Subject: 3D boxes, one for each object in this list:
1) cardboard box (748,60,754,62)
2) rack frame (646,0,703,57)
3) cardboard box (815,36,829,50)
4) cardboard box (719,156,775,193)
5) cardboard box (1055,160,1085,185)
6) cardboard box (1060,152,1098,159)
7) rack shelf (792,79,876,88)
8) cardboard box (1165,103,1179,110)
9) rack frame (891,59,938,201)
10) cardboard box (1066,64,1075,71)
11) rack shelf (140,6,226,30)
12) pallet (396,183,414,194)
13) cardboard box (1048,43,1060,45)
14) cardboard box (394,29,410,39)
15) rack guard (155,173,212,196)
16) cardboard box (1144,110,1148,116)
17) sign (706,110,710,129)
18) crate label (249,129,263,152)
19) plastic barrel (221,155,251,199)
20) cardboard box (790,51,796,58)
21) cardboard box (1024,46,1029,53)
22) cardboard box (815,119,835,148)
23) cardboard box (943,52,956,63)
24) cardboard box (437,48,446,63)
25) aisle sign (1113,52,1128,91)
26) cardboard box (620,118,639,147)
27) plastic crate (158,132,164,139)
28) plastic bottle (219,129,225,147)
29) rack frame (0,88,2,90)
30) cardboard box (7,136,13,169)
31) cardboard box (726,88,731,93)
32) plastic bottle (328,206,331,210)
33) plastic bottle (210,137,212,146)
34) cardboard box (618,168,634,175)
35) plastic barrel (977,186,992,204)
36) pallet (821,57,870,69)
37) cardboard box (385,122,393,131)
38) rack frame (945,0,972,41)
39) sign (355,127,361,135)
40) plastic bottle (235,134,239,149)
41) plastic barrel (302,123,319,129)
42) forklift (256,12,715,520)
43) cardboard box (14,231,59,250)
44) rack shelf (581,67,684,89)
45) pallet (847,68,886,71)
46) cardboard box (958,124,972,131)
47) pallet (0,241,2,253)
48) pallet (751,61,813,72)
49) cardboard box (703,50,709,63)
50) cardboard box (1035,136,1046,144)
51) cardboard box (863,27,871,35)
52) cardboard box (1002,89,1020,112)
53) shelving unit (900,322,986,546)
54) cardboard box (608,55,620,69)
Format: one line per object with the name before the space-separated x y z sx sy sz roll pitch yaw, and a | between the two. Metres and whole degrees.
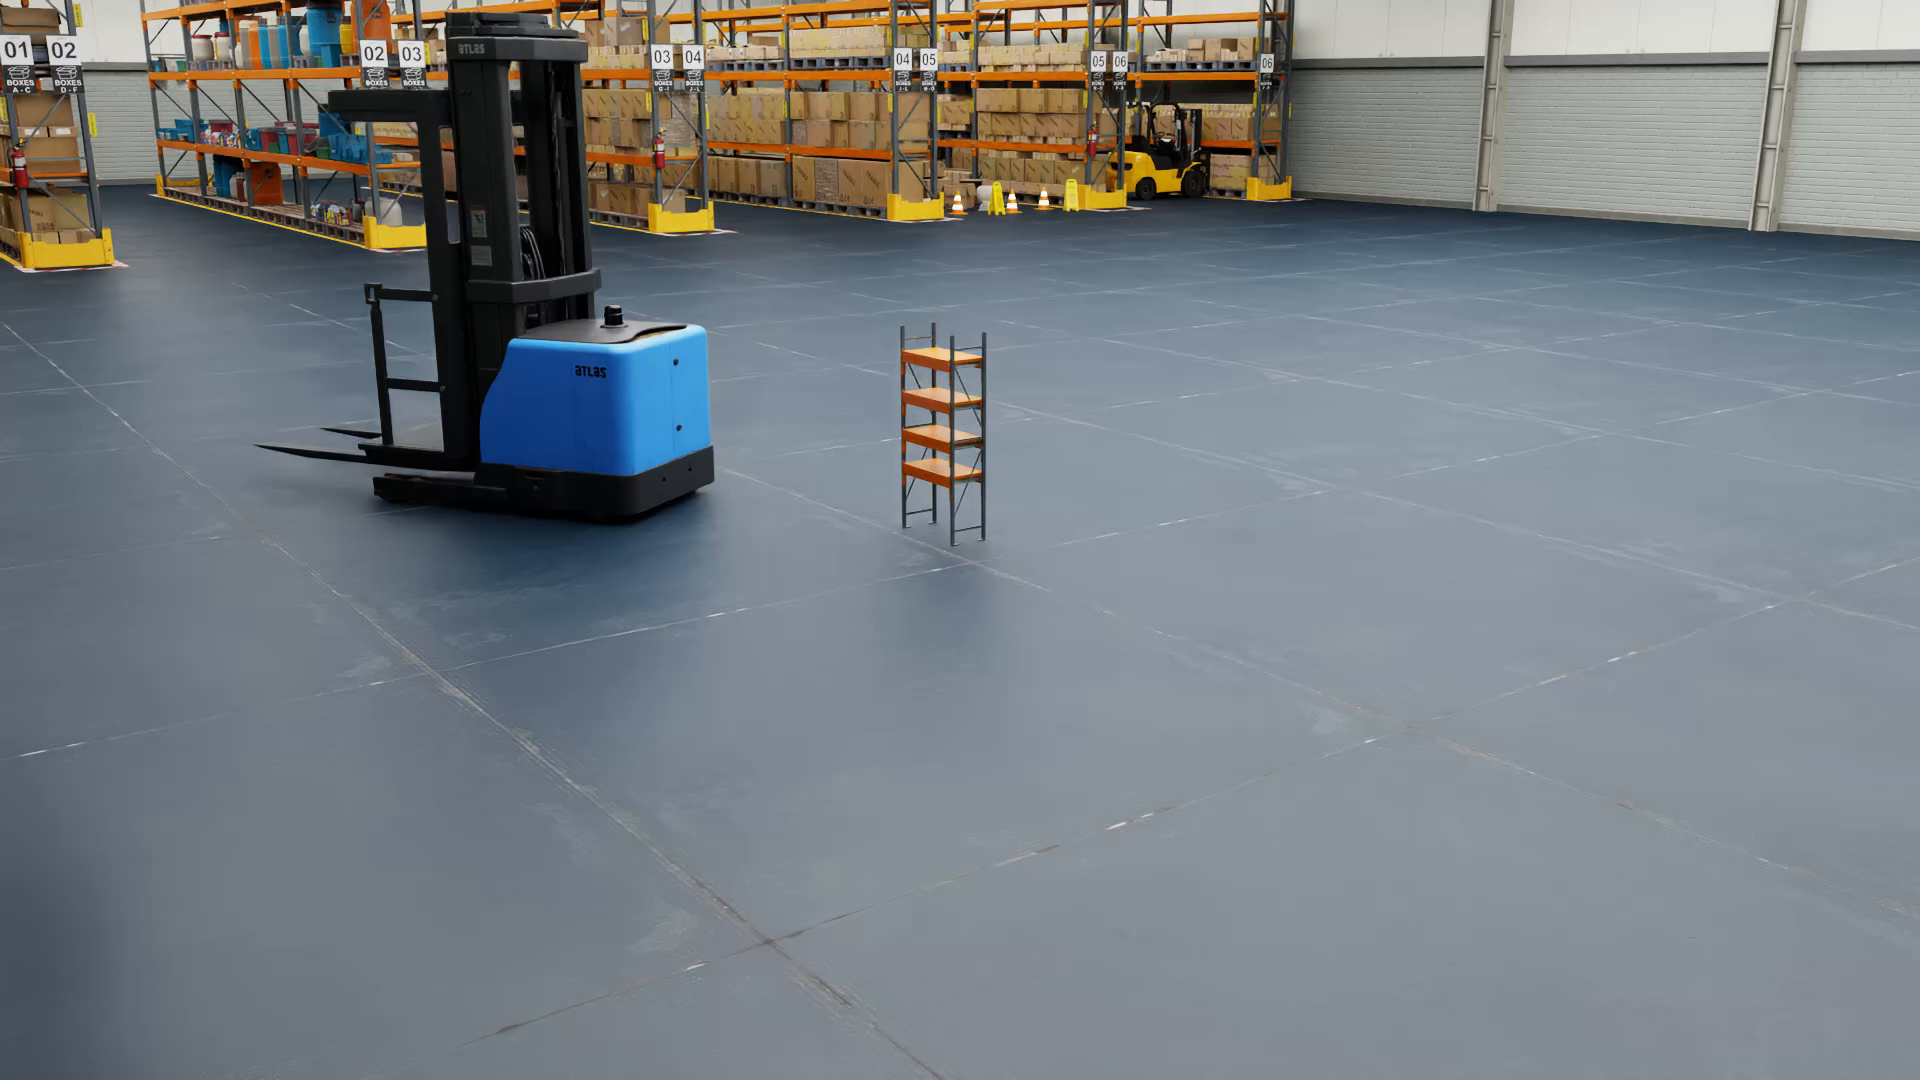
cardboard box | -5.502 -13.266 45.867 0.500 0.311 0.500 -10 18 -34
rack frame | -4.950 -9.878 28.621 1.000 3.000 0.127 -11 19 -35
cardboard box | -2.575 -9.992 33.457 0.500 0.250 0.500 -11 19 -35
cardboard box | -4.781 -8.228 37.423 1.050 0.750 0.750 -11 19 -34
cardboard box | 2.384 -7.891 35.718 0.500 0.500 0.500 -11 19 -34
cardboard box | 3.121 -9.786 43.350 0.875 0.625 0.625 -10 18 -33
rack shelf | -2.814 -11.758 42.533 1.077 0.370 4.000 -11 19 -35
cardboard box | 5.126 -10.373 39.810 0.380 0.149 0.250 -10 18 -33
rack frame | -0.879 -7.733 32.147 1.000 3.000 0.127 -11 19 -35
cardboard box | 2.457 -9.929 34.965 0.380 0.149 0.250 -11 19 -34
rack shelf | -17.188 -11.559 36.882 1.077 0.370 4.000 -11 19 -35
pallet | -13.111 -8.637 40.733 1.003 0.211 1.213 -11 19 -35
cardboard box | 2.604 -12.555 42.911 0.500 0.500 0.500 -11 19 -34
cardboard box | -13.178 -12.076 39.737 0.500 0.250 0.500 -12 19 -36
rack guard | -18.389 -8.430 39.428 1.175 0.500 0.348 -11 19 -35
cardboard box | 4.701 -10.400 40.475 0.380 0.149 0.250 -11 19 -35
sign | -4.512 -7.486 29.606 0.100 0.325 0.005 -11 19 -35
crate label | -13.295 -7.687 31.912 0.502 0.435 0.616 -11 19 -35
plastic barrel | -15.290 -7.698 35.201 0.600 0.901 0.708 -11 19 -35
cardboard box | -3.292 -10.033 34.359 0.380 0.149 0.250 -11 19 -35
cardboard box | 1.616 -10.650 36.088 0.380 0.149 0.250 -10 18 -33
cardboard box | -2.440 -8.335 34.062 0.875 0.550 0.550 -11 19 -35
cardboard box | -0.040 -11.165 38.493 0.500 0.250 0.500 -11 19 -34
cardboard box | -11.434 -10.905 37.428 0.500 0.311 0.500 -12 19 -36
aisle sign | 3.353 -9.811 34.817 0.394 0.787 0.004 -11 19 -35
cardboard box | -5.643 -7.386 30.127 0.875 0.500 0.500 -11 19 -35
plastic crate | -18.364 -9.349 38.437 0.250 0.136 0.298 -11 19 -35
plastic bottle | -15.162 -8.273 34.213 0.144 0.351 0.185 -11 19 -35
rack frame | -17.669 -7.156 30.039 1.000 3.000 0.127 -11 19 -35
cardboard box | -13.830 -5.816 24.953 0.700 0.500 0.500 -11 19 -34
cardboard box | -6.357 -12.664 46.851 0.380 0.149 0.250 -10 18 -33
plastic bottle | -10.942 -5.663 28.921 0.097 0.271 0.097 0 15 0
plastic bottle | -15.673 -8.375 34.872 0.097 0.201 0.097 0 15 0
cardboard box | -8.377 -9.284 41.856 0.380 0.149 0.250 -10 18 -33
plastic barrel | 0.627 -7.486 36.126 0.512 0.421 0.421 1 15 4
pallet | -2.045 -9.554 33.288 1.003 0.211 1.213 -11 19 -35
cardboard box | -13.691 -10.110 40.553 0.500 0.250 0.500 -12 19 -36
rack frame | 0.023 -14.750 46.421 1.000 3.000 0.127 -11 19 -35
sign | -10.857 -7.286 29.991 0.100 0.325 0.005 -11 19 -35
plastic bottle | -14.379 -7.937 33.114 0.061 0.283 0.133 -11 19 -35
plastic barrel | -12.125 -7.530 31.150 0.433 0.535 0.433 0 15 0
forklift | -3.144 -1.759 10.452 3.031 2.935 1.130 6 16 21
cardboard box | -13.520 -4.392 24.356 0.500 0.250 0.500 -11 19 -35
rack shelf | -6.126 -8.511 30.672 1.077 0.370 4.000 -11 19 -35
pallet | -2.060 -11.716 41.375 1.213 0.211 1.003 -10 18 -32
cardboard box | 0.188 -9.525 38.376 0.380 0.149 0.250 -11 19 -34
pallet | -14.884 -4.780 26.642 1.003 0.211 1.213 -11 19 -35
pallet | -3.810 -10.129 35.584 0.805 0.209 1.217 -12 19 -37
cardboard box | -6.124 -11.018 38.280 0.500 0.500 0.500 -11 19 -35
cardboard box | 1.864 -8.710 36.194 0.380 0.149 0.250 -11 19 -35
cardboard box | -1.648 -9.821 32.076 0.380 0.149 0.250 -10 18 -34
cardboard box | 1.353 -9.699 36.685 0.700 0.500 0.500 -11 19 -36
shelving unit | -0.097 -0.614 9.547 0.258 1.200 0.503 -11 19 -35
cardboard box | -6.030 -8.639 30.061 0.500 0.250 0.500 -10 18 -33
